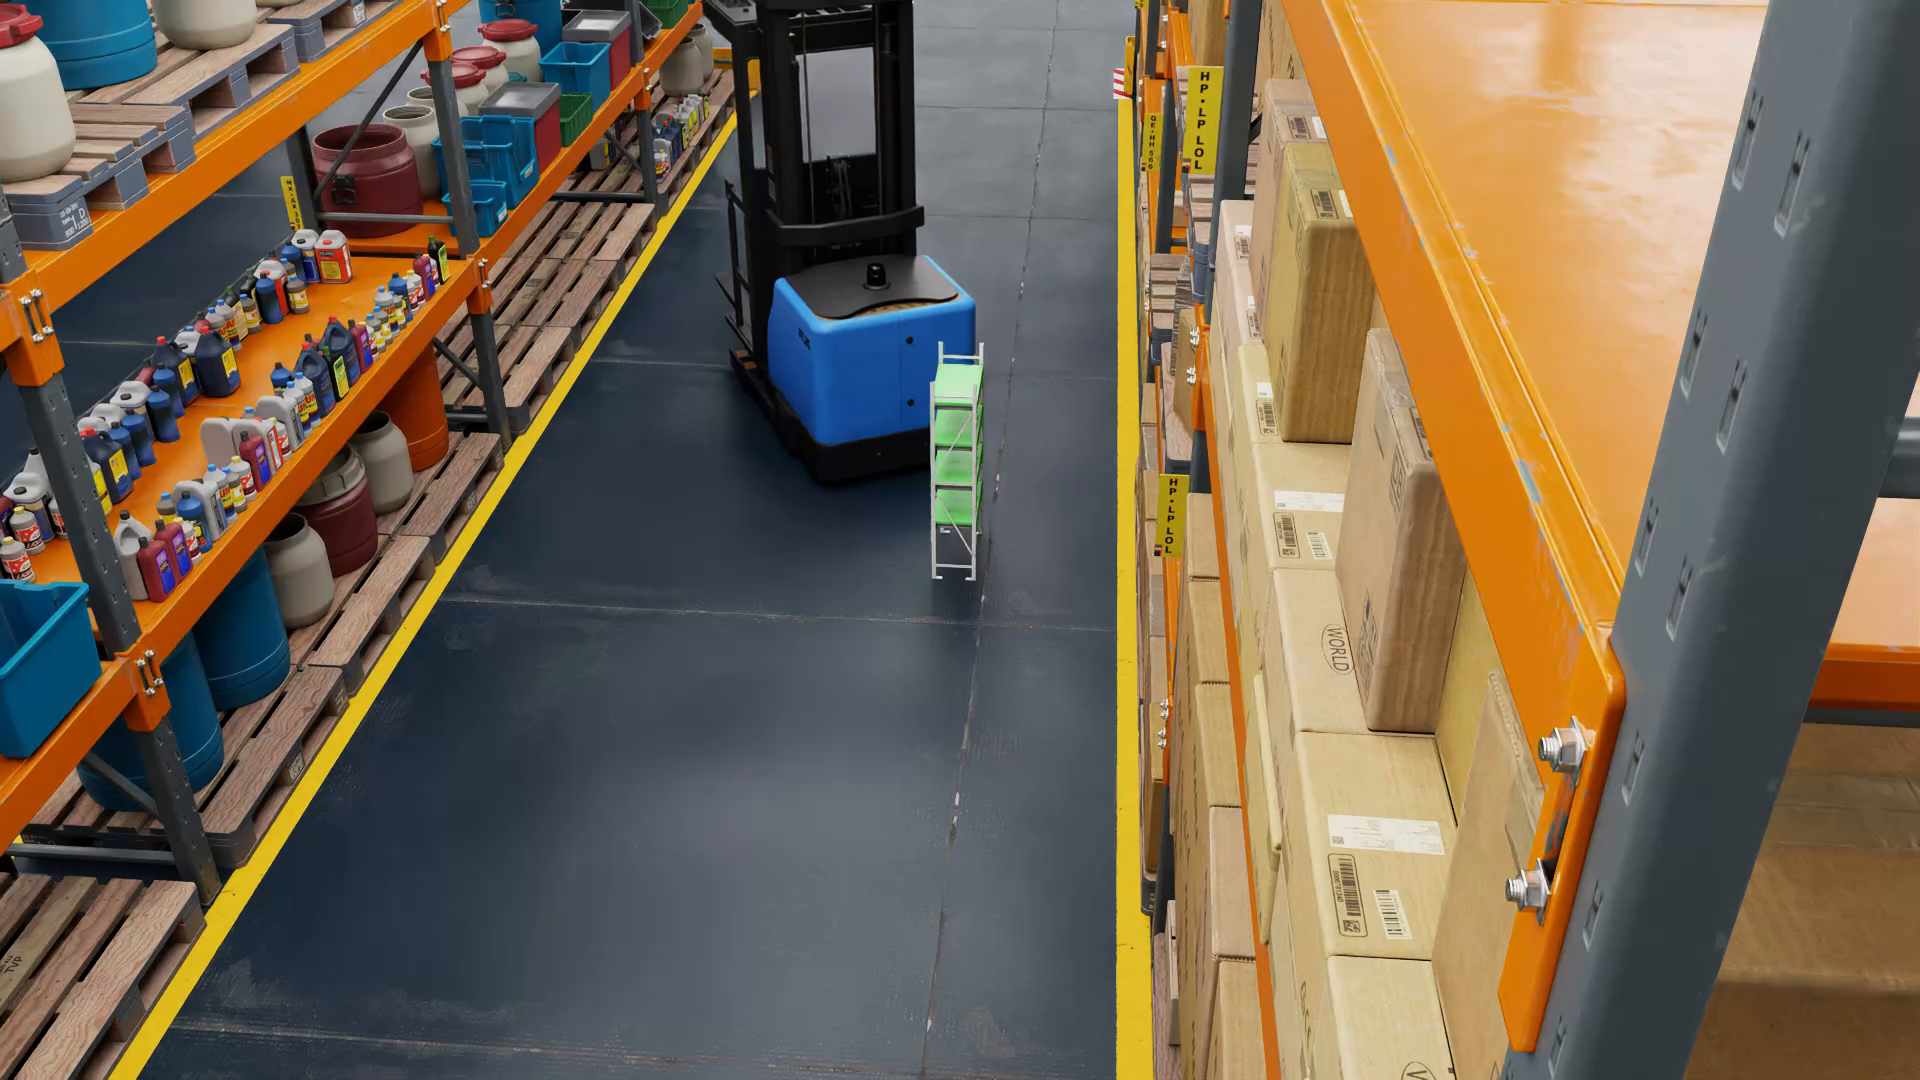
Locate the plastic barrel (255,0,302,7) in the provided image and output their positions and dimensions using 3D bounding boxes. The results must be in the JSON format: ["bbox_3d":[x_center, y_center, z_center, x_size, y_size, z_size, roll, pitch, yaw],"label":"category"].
[{"bbox_3d":[-3.274,-2.701,7.927,0.301,0.262,0.301,0,32,0],"label":"plastic barrel"}]

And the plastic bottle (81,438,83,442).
[{"bbox_3d":[-3.895,-0.350,7.286,0.144,0.351,0.185,2,32,4],"label":"plastic bottle"}]

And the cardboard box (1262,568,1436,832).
[{"bbox_3d":[0.825,0.297,2.996,0.500,0.250,0.500,2,32,4],"label":"cardboard box"}]

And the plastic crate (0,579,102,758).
[{"bbox_3d":[-3.357,0.460,5.882,0.392,0.384,0.575,2,32,4],"label":"plastic crate"}]

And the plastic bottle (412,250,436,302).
[{"bbox_3d":[-2.959,-1.471,9.169,0.061,0.283,0.133,2,32,4],"label":"plastic bottle"}]

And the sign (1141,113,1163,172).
[{"bbox_3d":[1.050,-2.172,9.093,0.100,0.325,0.005,2,32,4],"label":"sign"}]

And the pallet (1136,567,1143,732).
[{"bbox_3d":[1.403,0.555,8.429,1.003,0.211,1.213,2,32,4],"label":"pallet"}]

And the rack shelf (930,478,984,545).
[{"bbox_3d":[-0.013,-0.166,9.234,0.258,0.148,0.480,2,32,4],"label":"rack shelf"}]

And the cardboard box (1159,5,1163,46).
[{"bbox_3d":[1.996,-4.300,13.554,0.700,0.500,0.500,2,32,3],"label":"cardboard box"}]

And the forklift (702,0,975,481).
[{"bbox_3d":[-0.922,-2.362,10.570,1.130,2.935,3.031,-12,34,-19],"label":"forklift"}]

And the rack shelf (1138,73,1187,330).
[{"bbox_3d":[1.766,-2.397,11.247,1.077,0.370,4.000,2,32,4],"label":"rack shelf"}]

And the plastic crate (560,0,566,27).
[{"bbox_3d":[-3.188,-4.490,14.098,0.499,0.251,0.616,2,32,4],"label":"plastic crate"}]

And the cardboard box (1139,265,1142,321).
[{"bbox_3d":[1.525,-1.753,11.736,0.500,0.250,0.500,3,32,5],"label":"cardboard box"}]

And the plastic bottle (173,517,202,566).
[{"bbox_3d":[-3.202,0.001,6.859,0.097,0.201,0.097,0,32,0],"label":"plastic bottle"}]

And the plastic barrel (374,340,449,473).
[{"bbox_3d":[-3.356,-0.869,9.750,0.600,0.830,0.708,2,32,4],"label":"plastic barrel"}]

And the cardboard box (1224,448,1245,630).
[{"bbox_3d":[0.905,-0.013,3.976,0.500,0.250,0.500,2,32,4],"label":"cardboard box"}]

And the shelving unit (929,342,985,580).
[{"bbox_3d":[-0.013,-0.424,9.075,0.258,1.200,0.503,2,32,4],"label":"shelving unit"}]

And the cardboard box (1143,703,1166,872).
[{"bbox_3d":[1.033,1.041,6.946,0.500,0.500,0.500,2,32,4],"label":"cardboard box"}]

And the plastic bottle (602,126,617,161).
[{"bbox_3d":[-3.077,-3.447,14.441,0.152,0.276,0.135,2,32,4],"label":"plastic bottle"}]

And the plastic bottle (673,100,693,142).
[{"bbox_3d":[-2.478,-3.748,14.858,0.144,0.351,0.185,2,32,4],"label":"plastic bottle"}]

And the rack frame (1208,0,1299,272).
[{"bbox_3d":[1.278,-2.120,4.393,1.000,3.000,0.127,2,32,4],"label":"rack frame"}]

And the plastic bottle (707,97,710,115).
[{"bbox_3d":[-2.394,-4.071,15.525,0.097,0.201,0.097,0,32,0],"label":"plastic bottle"}]

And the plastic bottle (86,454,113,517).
[{"bbox_3d":[-3.766,-0.247,7.119,0.144,0.351,0.185,2,32,4],"label":"plastic bottle"}]

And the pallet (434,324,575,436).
[{"bbox_3d":[-3.231,-1.087,11.094,1.003,0.211,1.213,2,32,4],"label":"pallet"}]

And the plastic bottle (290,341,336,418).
[{"bbox_3d":[-3.114,-0.775,7.976,0.144,0.351,0.185,2,32,4],"label":"plastic bottle"}]

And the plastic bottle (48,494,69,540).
[{"bbox_3d":[-3.793,-0.110,7.039,0.097,0.201,0.097,0,32,0],"label":"plastic bottle"}]

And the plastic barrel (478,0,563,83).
[{"bbox_3d":[-3.341,-3.987,12.663,0.600,0.901,0.708,2,32,4],"label":"plastic barrel"}]

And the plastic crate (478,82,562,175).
[{"bbox_3d":[-2.896,-2.730,11.040,0.402,0.464,0.583,2,32,4],"label":"plastic crate"}]

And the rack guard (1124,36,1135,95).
[{"bbox_3d":[2.257,-4.789,16.825,1.175,0.500,0.348,2,32,4],"label":"rack guard"}]

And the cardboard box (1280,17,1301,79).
[{"bbox_3d":[1.392,-1.367,5.440,0.600,0.600,0.600,0,32,-1],"label":"cardboard box"}]

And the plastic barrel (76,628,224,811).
[{"bbox_3d":[-3.597,0.651,7.214,0.600,0.901,0.708,2,32,4],"label":"plastic barrel"}]

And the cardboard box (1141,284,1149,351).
[{"bbox_3d":[1.437,-1.461,10.728,0.500,0.311,0.500,2,32,3],"label":"cardboard box"}]

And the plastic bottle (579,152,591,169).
[{"bbox_3d":[-3.242,-3.371,14.247,0.144,0.351,0.185,2,32,3],"label":"plastic bottle"}]

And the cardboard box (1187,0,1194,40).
[{"bbox_3d":[1.602,-2.748,8.175,0.910,0.500,0.500,2,32,4],"label":"cardboard box"}]

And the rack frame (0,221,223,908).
[{"bbox_3d":[-3.659,0.221,6.313,1.000,3.000,0.127,2,32,4],"label":"rack frame"}]

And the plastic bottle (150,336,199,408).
[{"bbox_3d":[-3.820,-0.829,8.064,0.144,0.351,0.185,2,32,4],"label":"plastic bottle"}]

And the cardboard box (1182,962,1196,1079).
[{"bbox_3d":[0.843,1.442,4.236,0.500,0.500,0.500,2,32,3],"label":"cardboard box"}]

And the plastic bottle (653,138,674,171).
[{"bbox_3d":[-2.545,-3.309,14.217,0.152,0.276,0.135,4,32,6],"label":"plastic bottle"}]

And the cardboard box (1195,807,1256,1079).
[{"bbox_3d":[0.834,1.009,3.986,0.500,0.500,0.500,3,32,6],"label":"cardboard box"}]

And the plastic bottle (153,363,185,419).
[{"bbox_3d":[-3.794,-0.720,7.962,0.097,0.271,0.097,0,32,0],"label":"plastic bottle"}]

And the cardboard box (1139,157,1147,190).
[{"bbox_3d":[1.647,-2.791,12.885,0.500,0.311,0.500,3,32,4],"label":"cardboard box"}]

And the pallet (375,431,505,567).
[{"bbox_3d":[-3.356,-0.270,9.767,1.003,0.211,1.213,2,32,4],"label":"pallet"}]

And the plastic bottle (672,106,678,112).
[{"bbox_3d":[-2.579,-3.864,15.188,0.097,0.201,0.097,0,32,0],"label":"plastic bottle"}]

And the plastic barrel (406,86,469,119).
[{"bbox_3d":[-3.428,-2.686,10.923,0.421,0.512,0.421,0,32,0],"label":"plastic barrel"}]

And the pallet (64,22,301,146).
[{"bbox_3d":[-3.603,-1.983,7.210,1.003,0.211,1.213,2,32,4],"label":"pallet"}]

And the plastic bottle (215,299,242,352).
[{"bbox_3d":[-3.794,-1.112,8.598,0.097,0.271,0.097,0,32,0],"label":"plastic bottle"}]

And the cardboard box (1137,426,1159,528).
[{"bbox_3d":[1.245,-0.281,9.090,0.500,0.500,0.500,1,32,2],"label":"cardboard box"}]

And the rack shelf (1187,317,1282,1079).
[{"bbox_3d":[1.115,0.509,3.672,1.077,0.370,4.000,2,32,4],"label":"rack shelf"}]

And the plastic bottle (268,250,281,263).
[{"bbox_3d":[-3.763,-1.439,9.117,0.061,0.283,0.133,2,32,4],"label":"plastic bottle"}]

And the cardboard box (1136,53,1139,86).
[{"bbox_3d":[1.990,-4.578,16.320,0.500,0.250,0.500,2,32,4],"label":"cardboard box"}]

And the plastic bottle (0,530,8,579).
[{"bbox_3d":[-3.949,0.053,6.703,0.152,0.276,0.135,2,32,4],"label":"plastic bottle"}]

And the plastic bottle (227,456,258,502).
[{"bbox_3d":[-3.159,-0.273,7.304,0.097,0.201,0.097,0,32,0],"label":"plastic bottle"}]

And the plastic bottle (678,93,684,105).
[{"bbox_3d":[-2.548,-3.980,15.299,0.061,0.283,0.133,2,32,4],"label":"plastic bottle"}]

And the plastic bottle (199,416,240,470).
[{"bbox_3d":[-3.317,-0.443,7.508,0.152,0.276,0.135,2,32,4],"label":"plastic bottle"}]

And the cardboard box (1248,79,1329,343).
[{"bbox_3d":[1.094,-0.800,4.062,0.700,0.500,0.500,2,32,4],"label":"cardboard box"}]

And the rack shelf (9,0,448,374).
[{"bbox_3d":[-3.496,-1.796,7.412,1.077,0.370,4.000,2,32,4],"label":"rack shelf"}]

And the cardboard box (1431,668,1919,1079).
[{"bbox_3d":[0.978,0.511,1.934,0.700,0.500,0.500,2,32,4],"label":"cardboard box"}]
